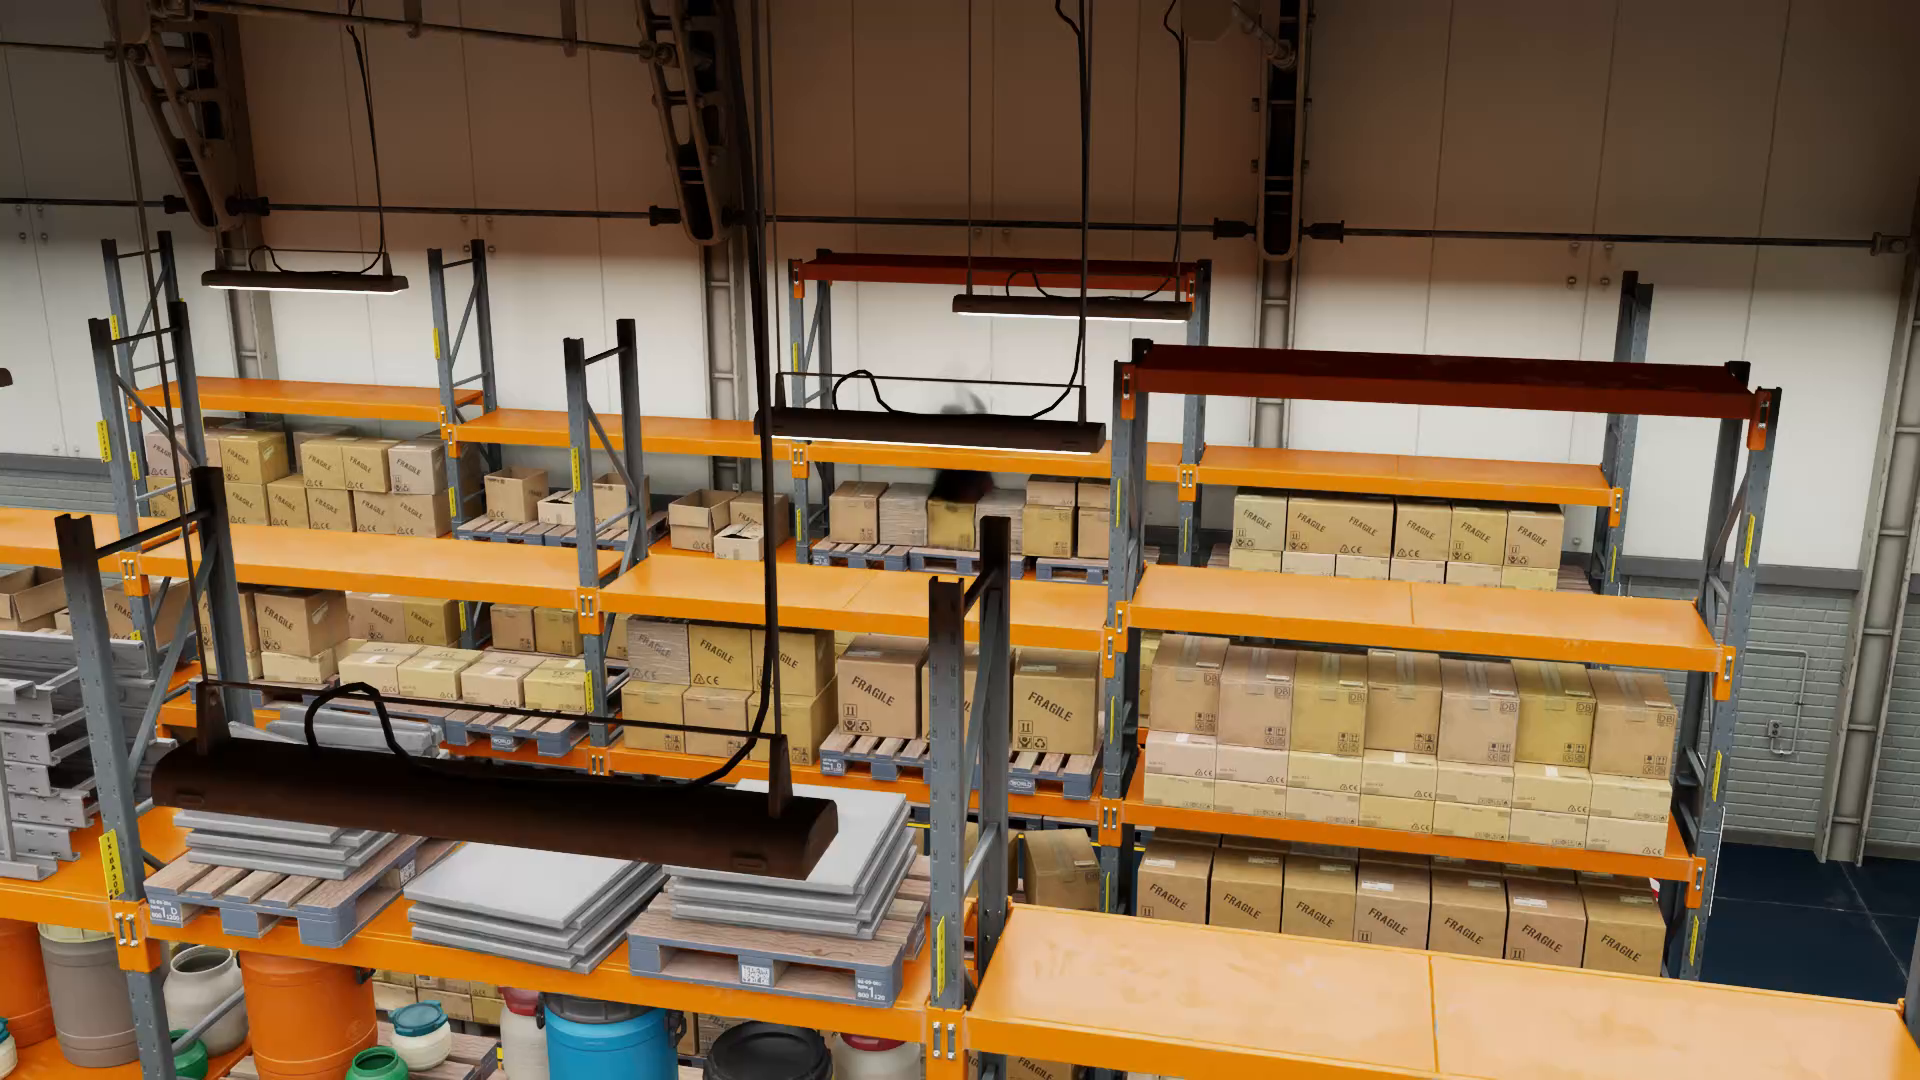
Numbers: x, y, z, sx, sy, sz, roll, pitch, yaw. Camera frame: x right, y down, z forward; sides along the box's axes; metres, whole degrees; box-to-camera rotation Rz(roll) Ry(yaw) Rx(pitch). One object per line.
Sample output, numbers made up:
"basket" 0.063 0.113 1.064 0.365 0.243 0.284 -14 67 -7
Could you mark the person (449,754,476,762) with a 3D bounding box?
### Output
"person" -5.017 2.593 16.342 1.026 1.804 0.649 1 16 2
